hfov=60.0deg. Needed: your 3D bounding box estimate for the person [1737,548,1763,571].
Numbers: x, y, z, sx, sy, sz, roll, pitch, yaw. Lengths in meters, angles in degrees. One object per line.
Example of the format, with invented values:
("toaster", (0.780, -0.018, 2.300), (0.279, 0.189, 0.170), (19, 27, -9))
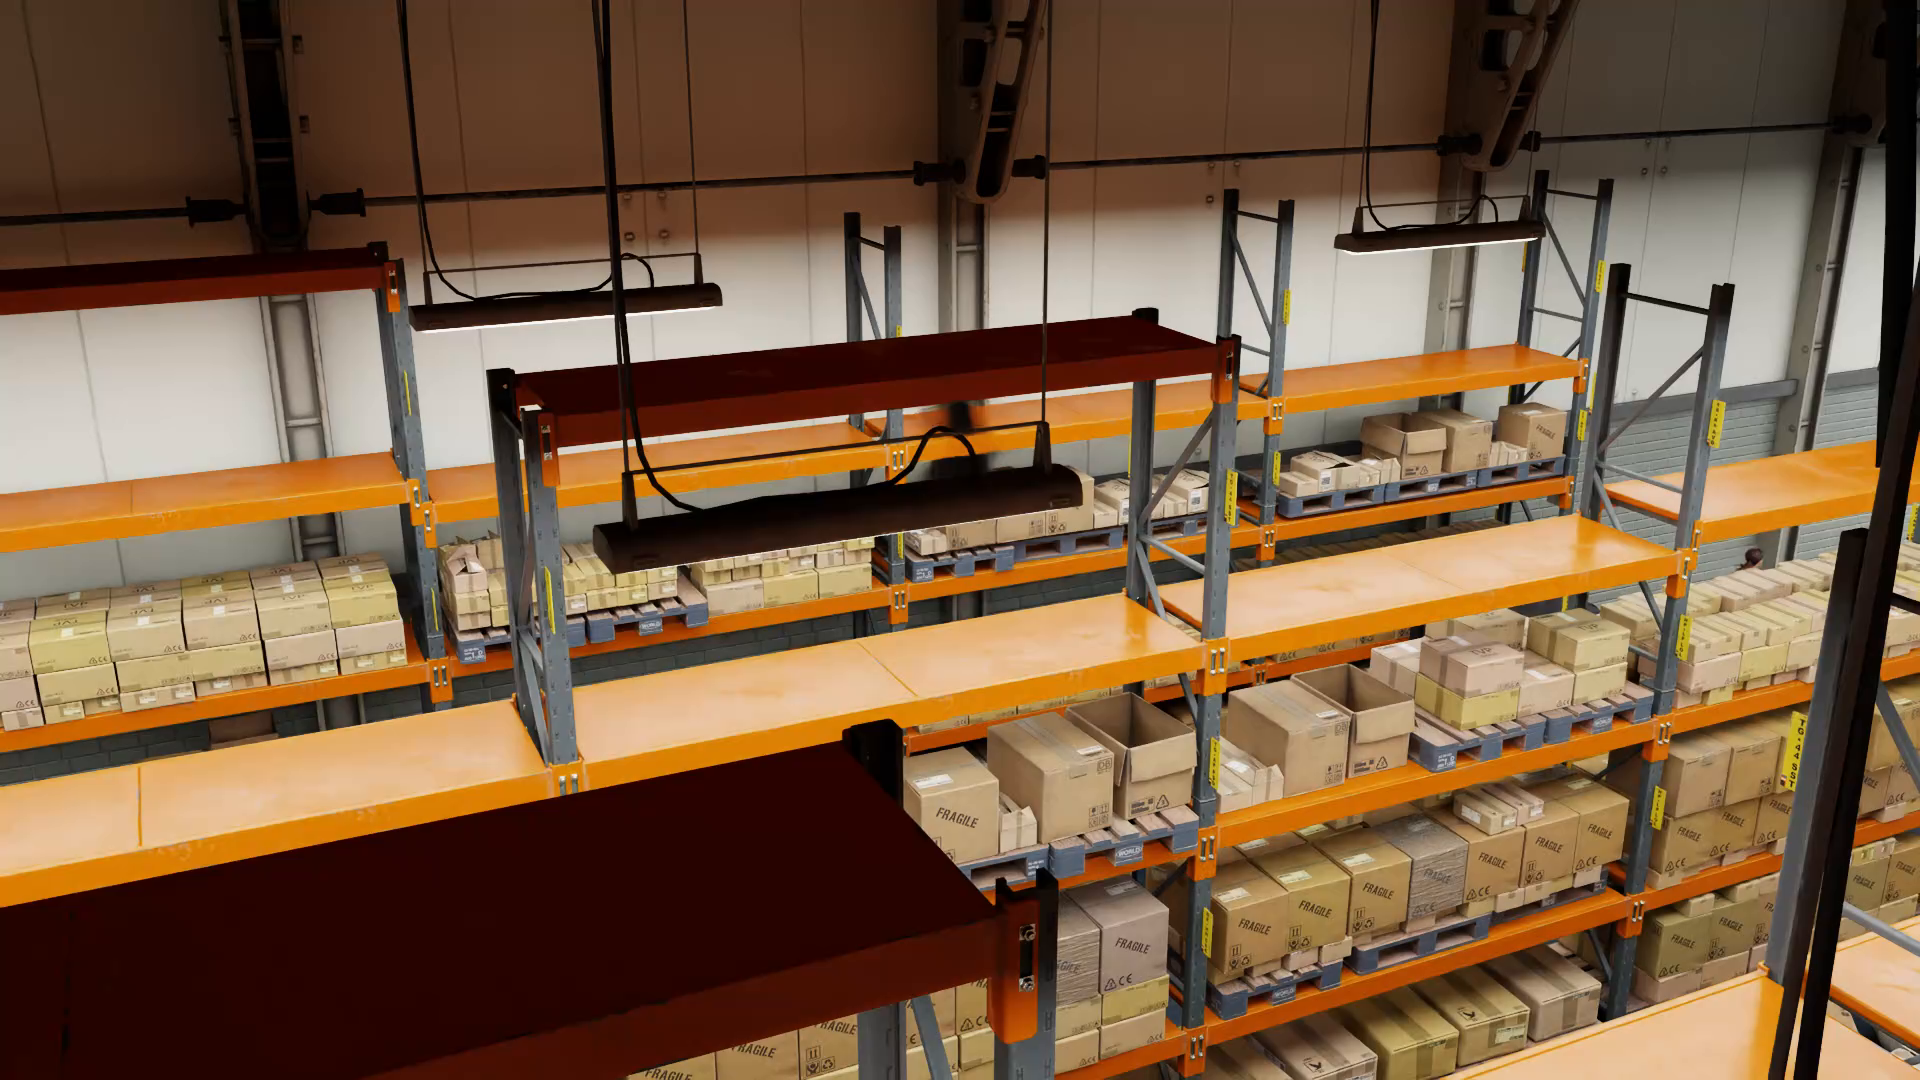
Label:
("person", (9.301, 0.913, 19.579), (0.530, 1.642, 0.716), (-2, 19, -5))
